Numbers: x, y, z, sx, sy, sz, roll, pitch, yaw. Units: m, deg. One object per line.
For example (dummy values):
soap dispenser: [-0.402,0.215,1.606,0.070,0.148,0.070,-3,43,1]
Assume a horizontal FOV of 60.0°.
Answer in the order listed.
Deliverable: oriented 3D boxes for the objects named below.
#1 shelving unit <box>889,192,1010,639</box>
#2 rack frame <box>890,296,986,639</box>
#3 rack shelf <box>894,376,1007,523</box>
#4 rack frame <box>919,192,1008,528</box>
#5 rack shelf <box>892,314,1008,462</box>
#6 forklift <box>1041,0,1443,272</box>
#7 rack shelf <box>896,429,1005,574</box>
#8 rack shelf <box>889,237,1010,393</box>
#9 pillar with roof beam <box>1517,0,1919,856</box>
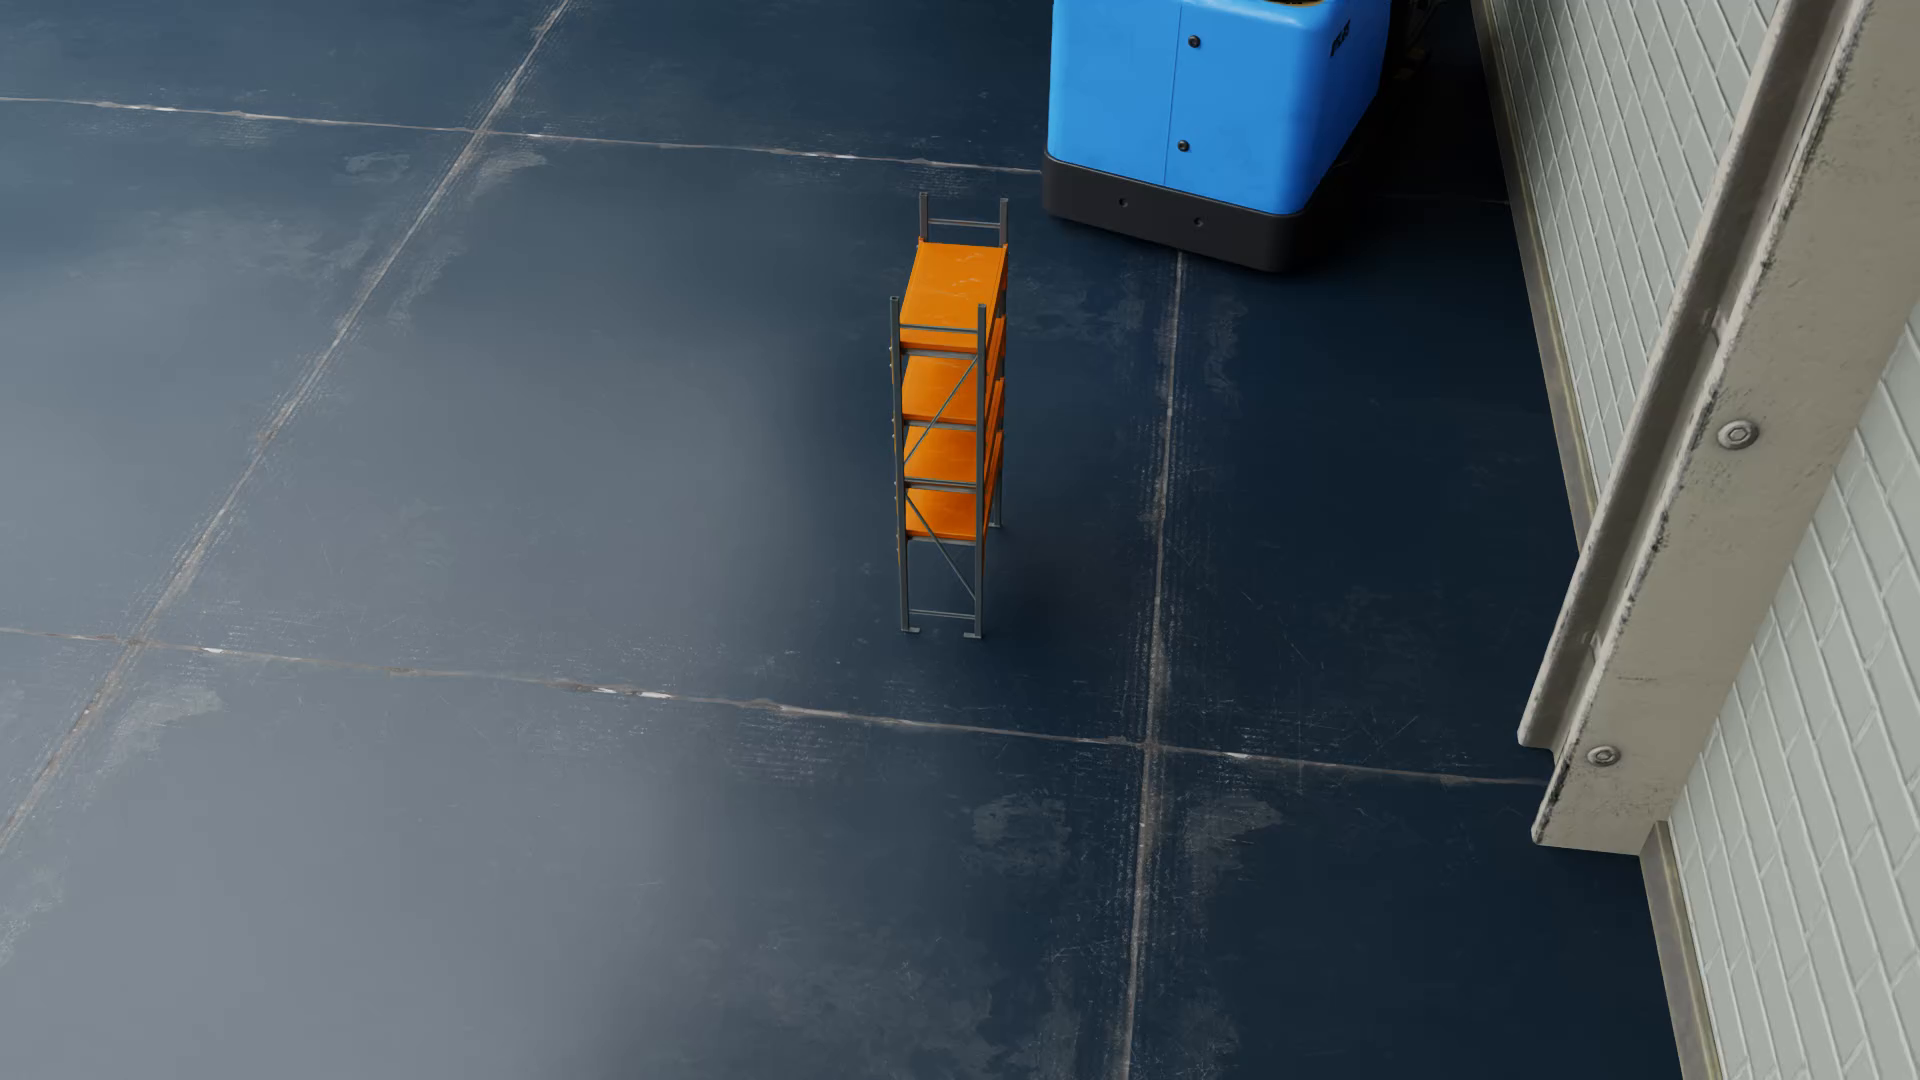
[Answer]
shelving unit: [-0.022,-0.323,4.718,0.258,1.200,0.503,5,44,6]
rack frame: [-0.054,-0.157,4.543,0.240,1.200,0.015,5,44,6]
rack shelf: [-0.022,-0.274,4.765,0.258,0.148,0.480,5,44,6]
rack frame: [0.010,-0.489,4.894,0.240,1.200,0.015,5,44,6]
rack shelf: [-0.022,-0.436,4.611,0.258,0.148,0.480,5,44,6]
forklift: [1.426,-3.077,6.368,1.130,2.935,3.031,19,47,19]
rack shelf: [-0.022,-0.130,4.901,0.258,0.148,0.480,5,44,6]
rack shelf: [-0.022,-0.608,4.448,0.258,0.148,0.480,5,44,6]
pillar with roof beam: [-2.570,-2.976,1.848,9.100,9.000,0.400,5,44,6]
